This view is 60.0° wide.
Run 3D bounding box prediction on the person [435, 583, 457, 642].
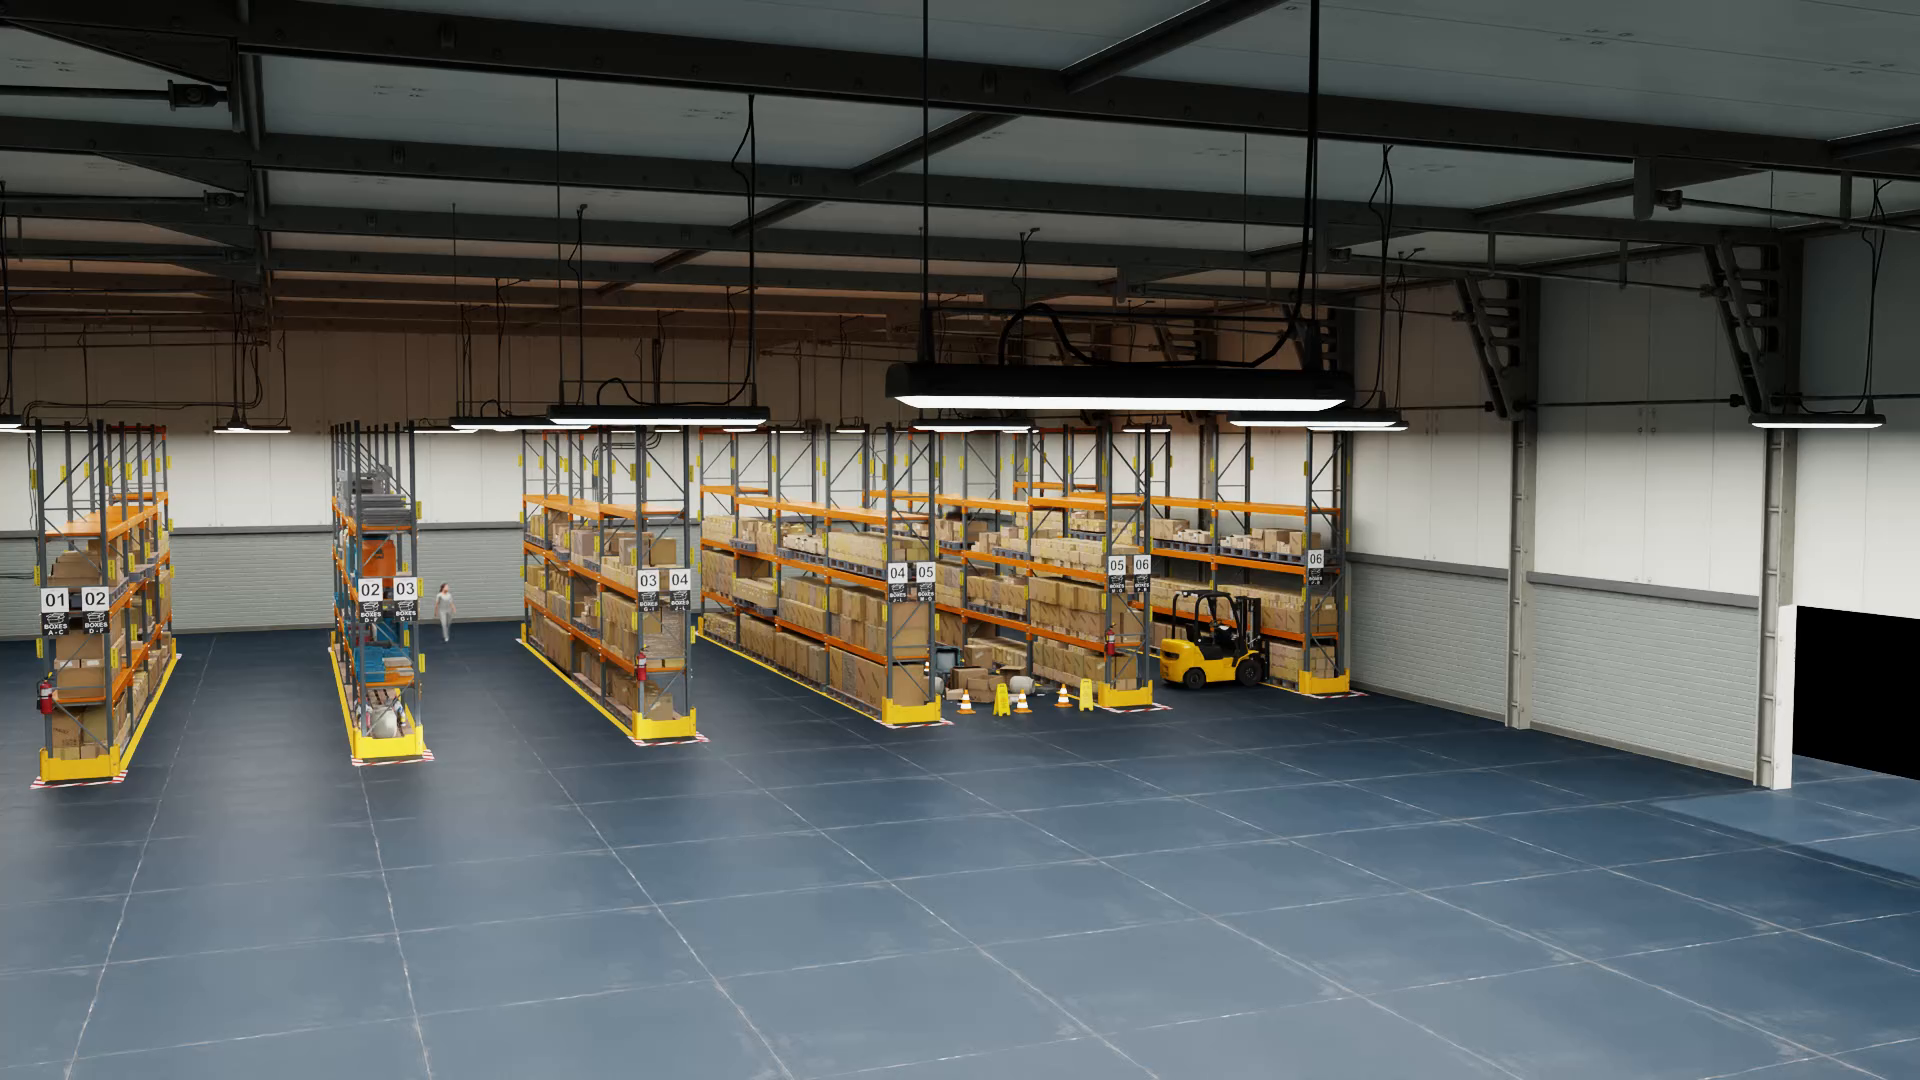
[{"bbox_3d":[-14.325,2.009,46.325,0.546,1.613,1.067,-2,4,-34],"label":"person"}]
